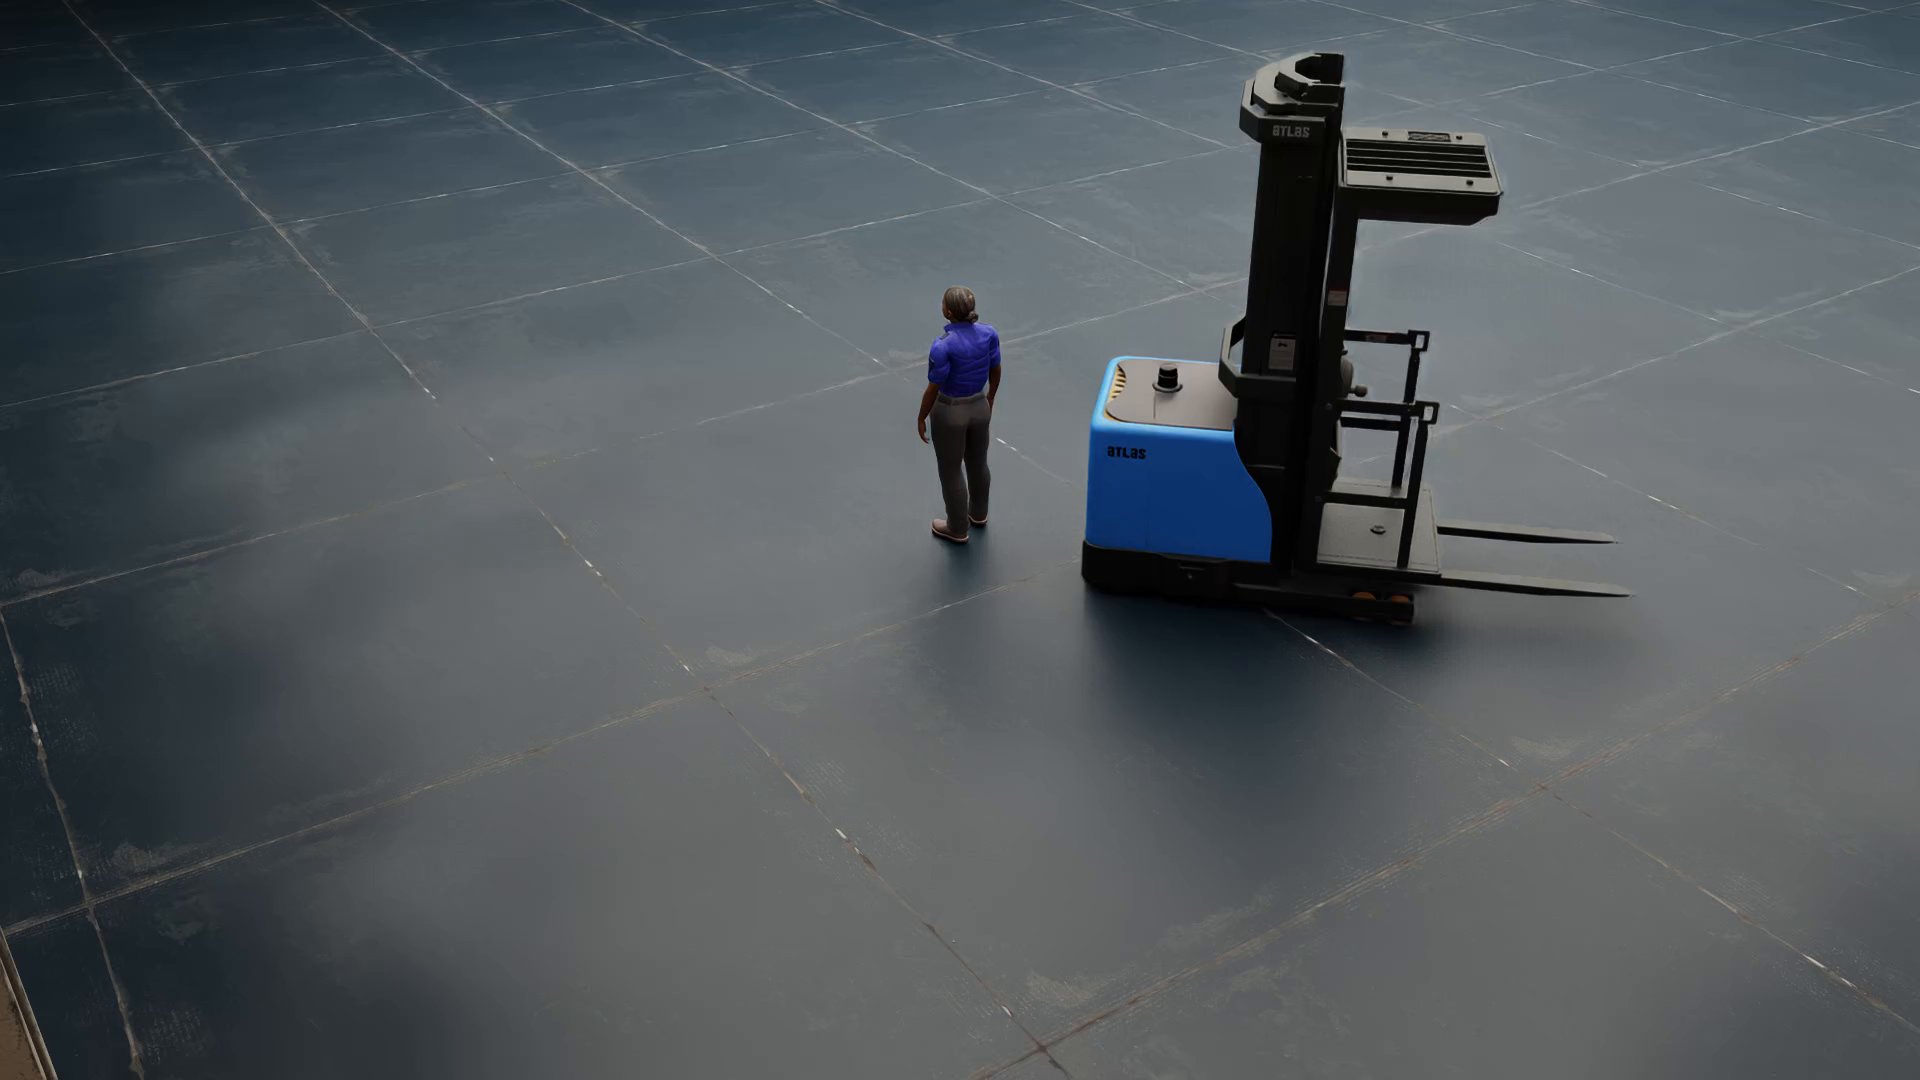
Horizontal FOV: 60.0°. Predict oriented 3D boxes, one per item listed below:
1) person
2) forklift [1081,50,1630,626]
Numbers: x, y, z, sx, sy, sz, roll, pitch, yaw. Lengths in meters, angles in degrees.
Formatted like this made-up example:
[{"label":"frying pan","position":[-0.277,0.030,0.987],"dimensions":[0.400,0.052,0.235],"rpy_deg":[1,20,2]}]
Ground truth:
[{"label":"person","position":[-0.033,-0.768,9.830],"dimensions":[0.570,1.657,0.502],"rpy_deg":[-18,34,-29]},{"label":"forklift","position":[2.276,-1.082,9.102],"dimensions":[3.031,2.935,1.130],"rpy_deg":[5,30,10]}]
